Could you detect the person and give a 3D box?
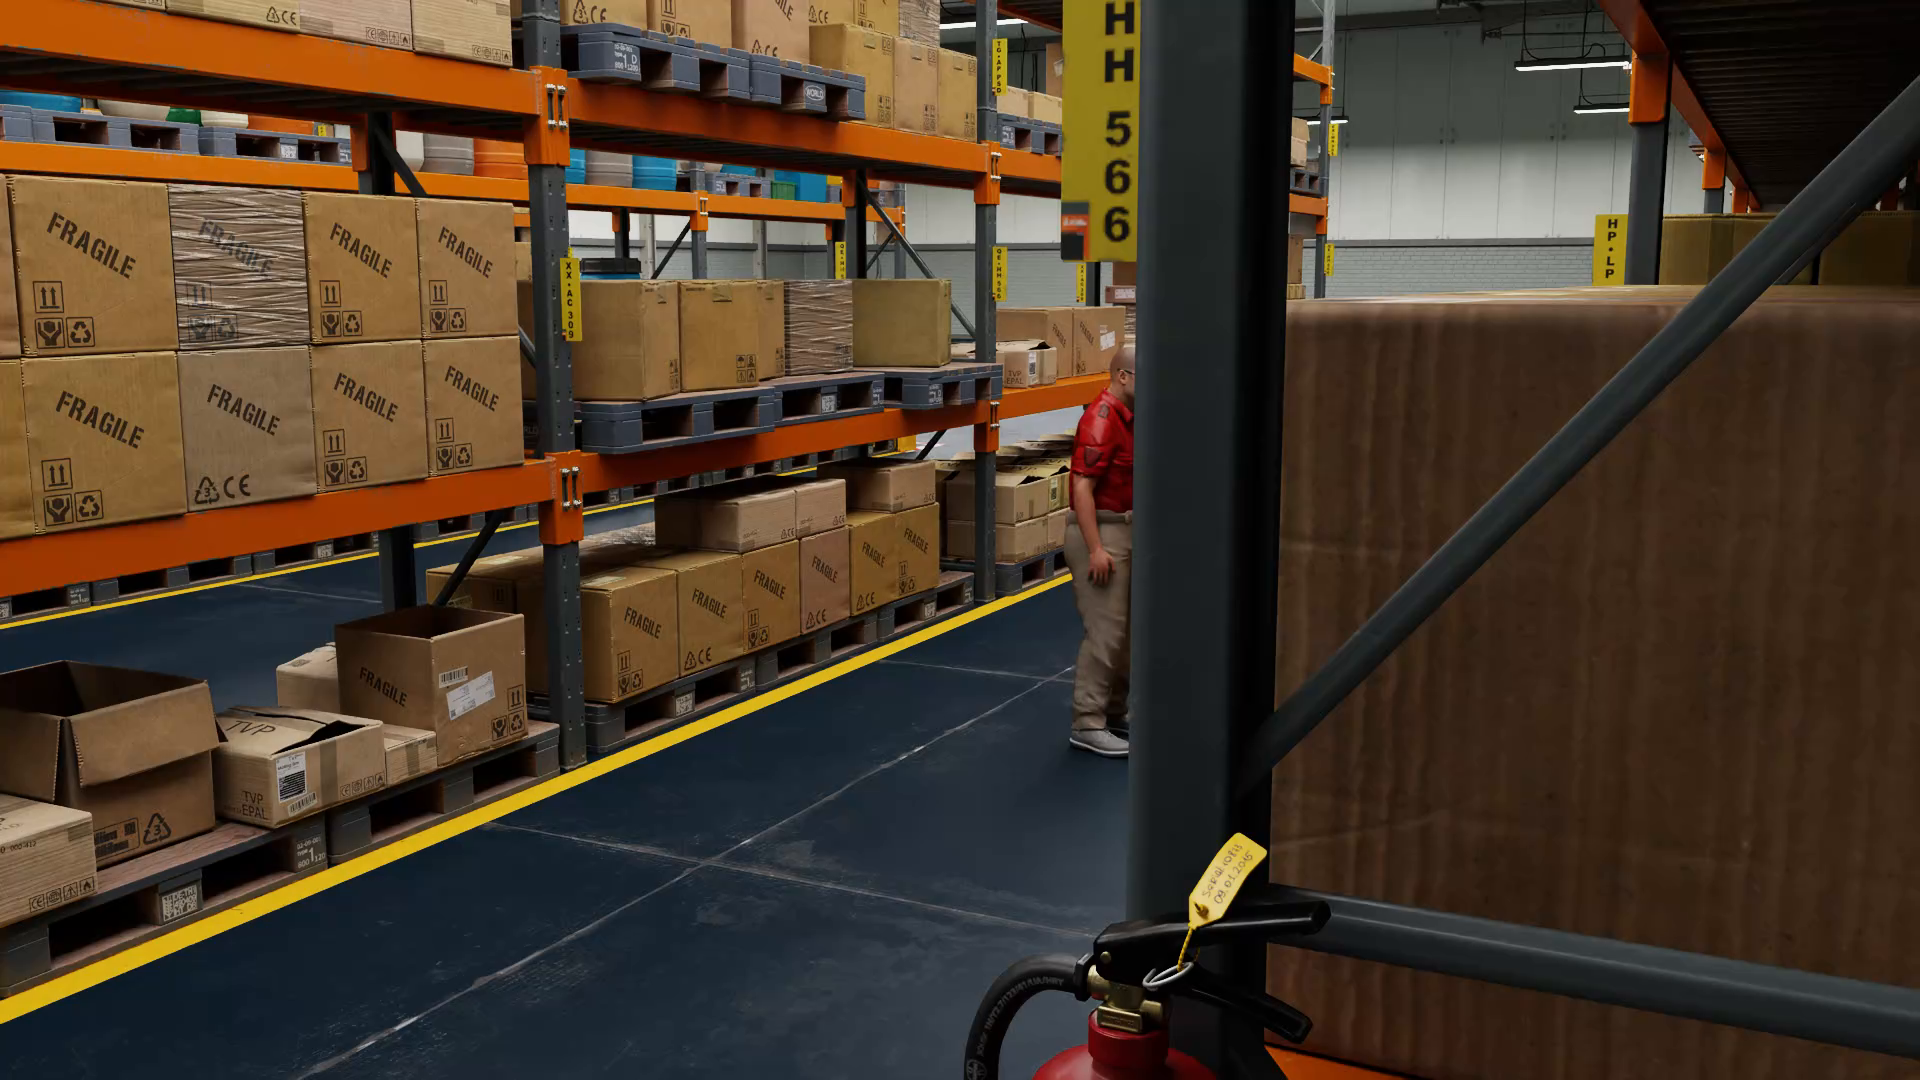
[{"bbox_3d":[0.670,0.028,7.233,0.390,1.726,0.589,4,10,23],"label":"person"}]
